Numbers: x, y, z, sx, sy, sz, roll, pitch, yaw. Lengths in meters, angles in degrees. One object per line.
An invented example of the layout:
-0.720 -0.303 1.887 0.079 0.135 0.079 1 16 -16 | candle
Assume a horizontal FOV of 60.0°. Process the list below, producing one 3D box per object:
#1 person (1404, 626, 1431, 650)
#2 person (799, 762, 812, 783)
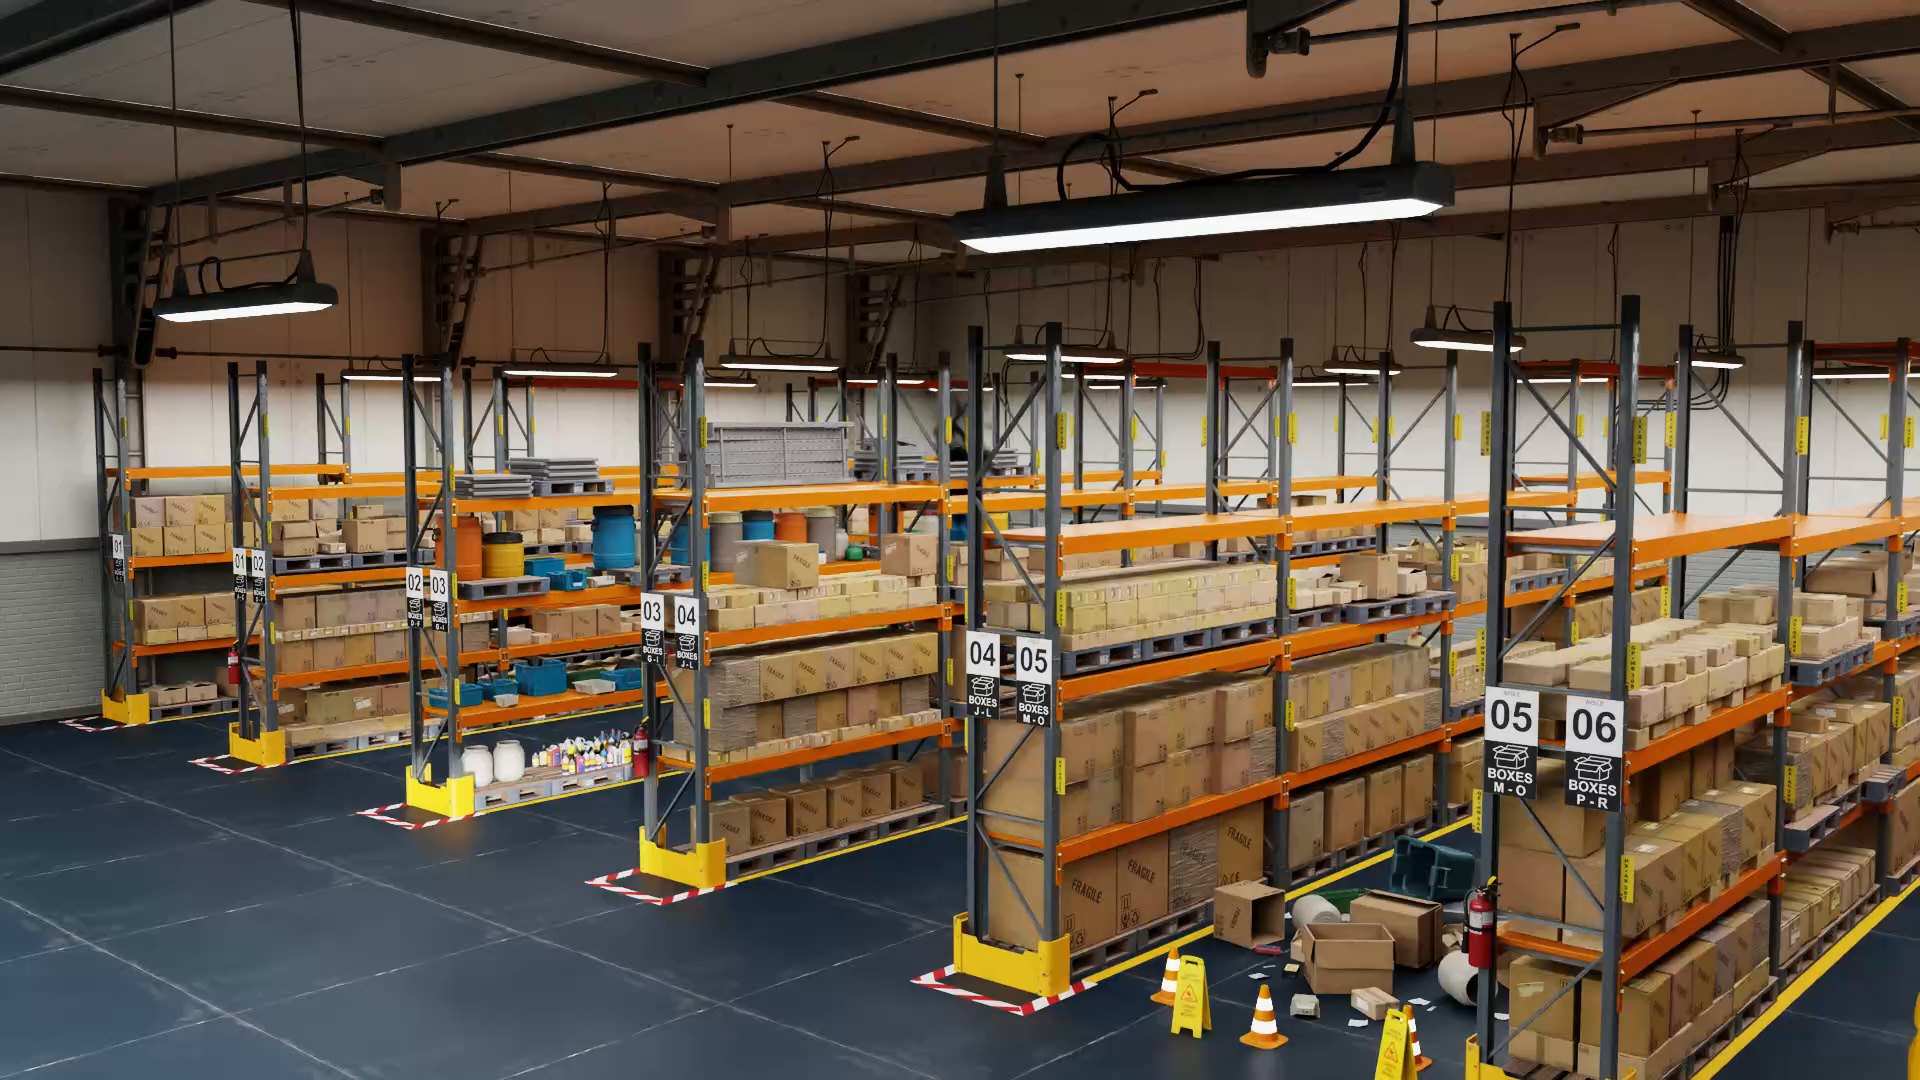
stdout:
7.830 2.249 28.556 0.586 1.733 0.716 3 5 38 | person
-2.154 2.652 23.090 0.615 1.660 0.522 2 5 30 | person
